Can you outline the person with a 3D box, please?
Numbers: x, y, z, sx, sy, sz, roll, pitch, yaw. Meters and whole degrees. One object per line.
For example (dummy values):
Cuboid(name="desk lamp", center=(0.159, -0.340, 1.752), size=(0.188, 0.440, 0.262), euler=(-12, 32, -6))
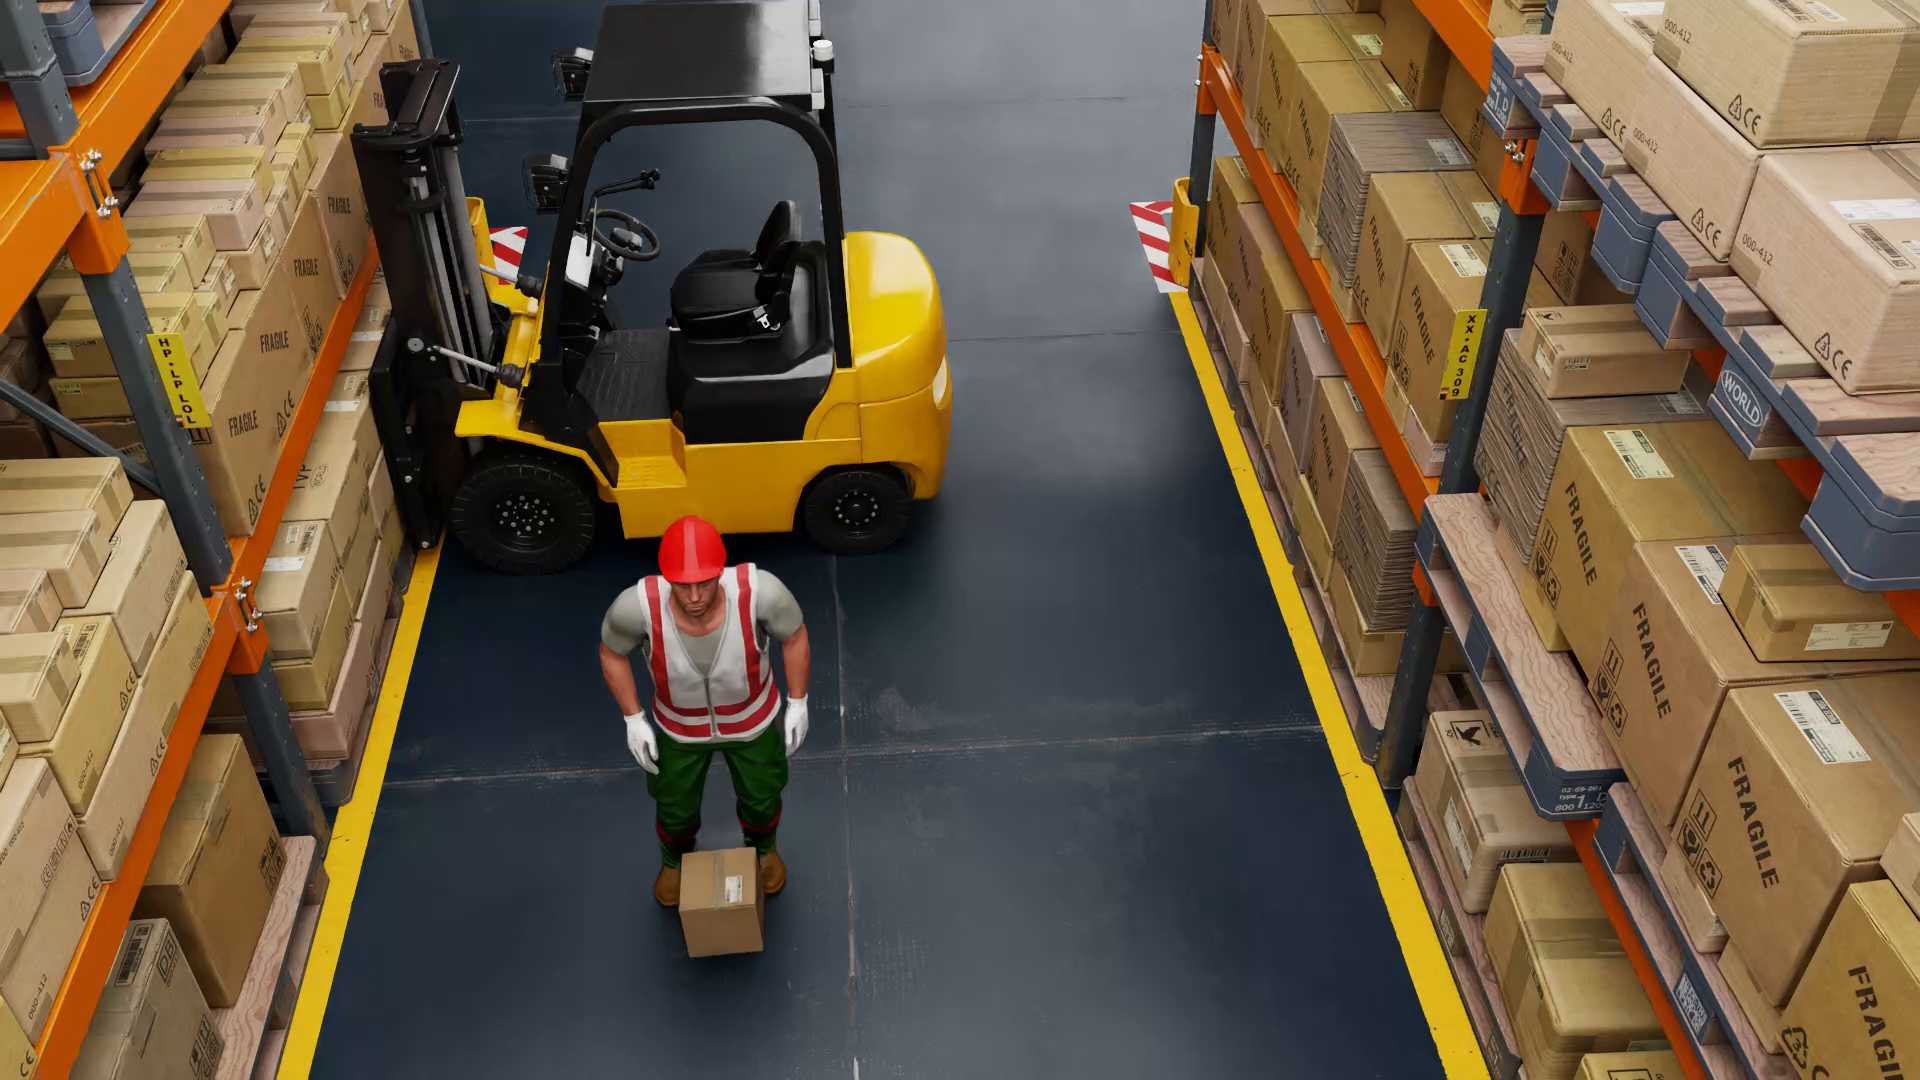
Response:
Cuboid(name="person", center=(-0.813, 0.584, 5.430), size=(0.650, 1.757, 0.507), euler=(-4, 39, -5))
